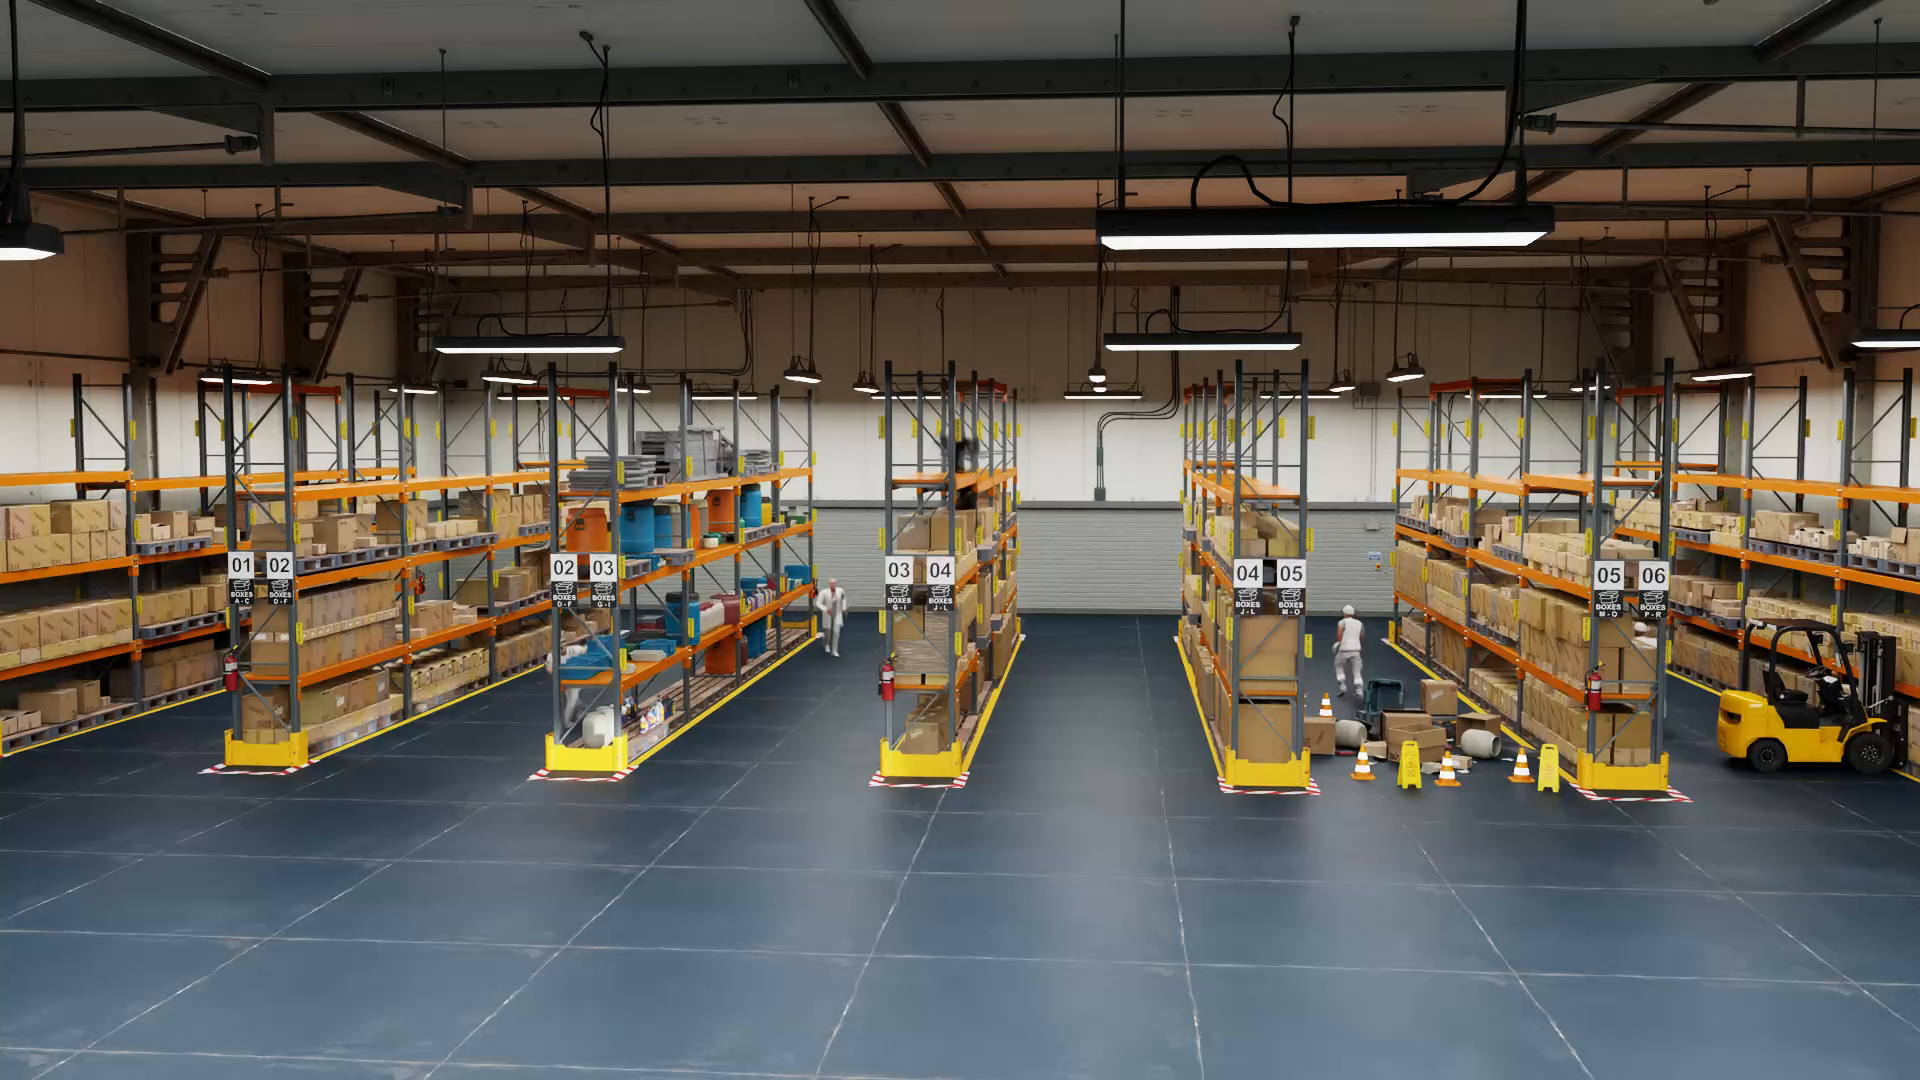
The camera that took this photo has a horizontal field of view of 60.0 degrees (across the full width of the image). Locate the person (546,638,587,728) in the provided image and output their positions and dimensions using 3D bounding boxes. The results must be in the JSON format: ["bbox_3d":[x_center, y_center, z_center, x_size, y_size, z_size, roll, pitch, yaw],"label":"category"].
[{"bbox_3d":[-6.676,2.392,28.383,0.651,1.546,1.157,0,4,1],"label":"person"}]

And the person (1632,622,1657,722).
[{"bbox_3d":[11.727,2.279,28.428,0.697,1.718,0.818,0,4,-6],"label":"person"}]

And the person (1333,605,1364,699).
[{"bbox_3d":[7.254,2.100,31.028,0.683,1.736,0.982,0,4,-6],"label":"person"}]

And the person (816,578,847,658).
[{"bbox_3d":[-2.871,1.705,36.981,0.705,1.740,0.949,-1,4,-15],"label":"person"}]
